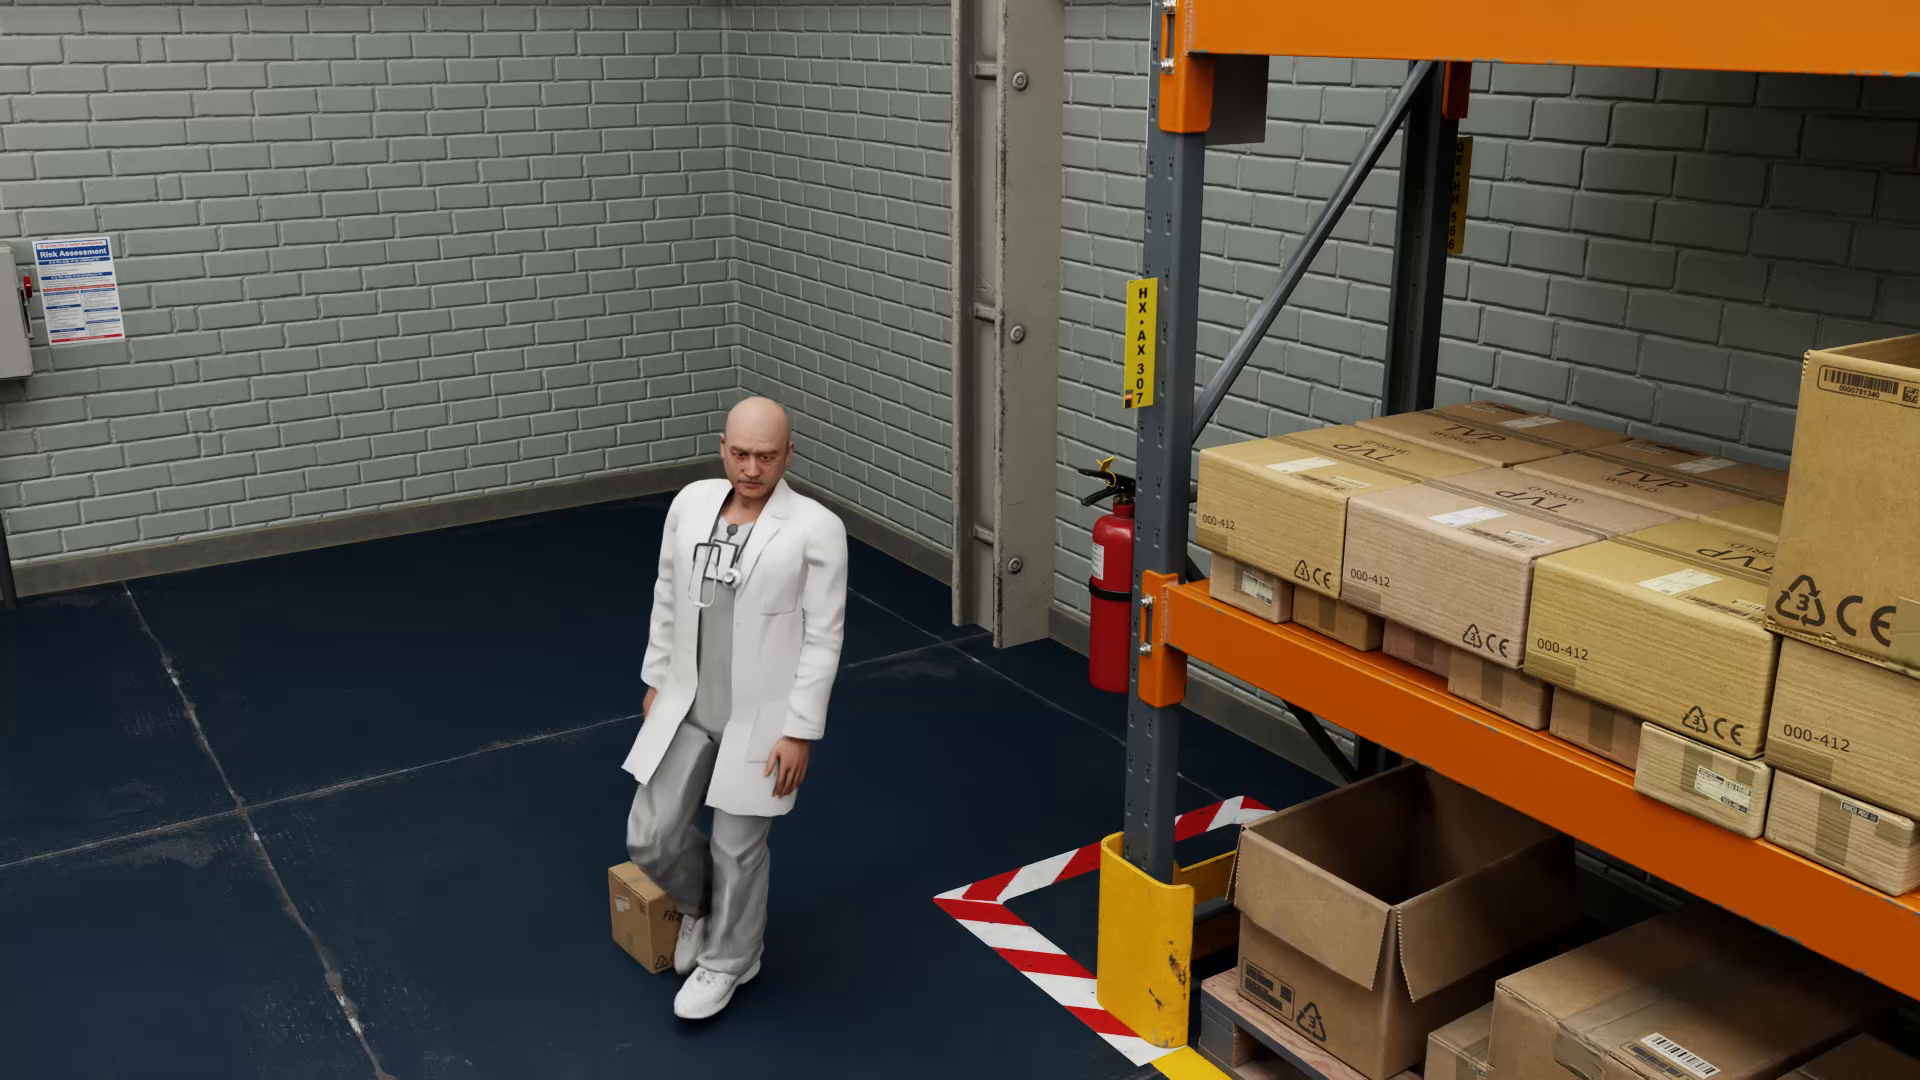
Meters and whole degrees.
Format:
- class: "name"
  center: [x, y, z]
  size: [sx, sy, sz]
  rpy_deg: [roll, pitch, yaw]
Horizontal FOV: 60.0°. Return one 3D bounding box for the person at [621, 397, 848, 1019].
- class: "person"
  center: [-0.626, 0.484, 4.532]
  size: [0.639, 1.773, 0.513]
  rpy_deg: [7, 19, 21]
